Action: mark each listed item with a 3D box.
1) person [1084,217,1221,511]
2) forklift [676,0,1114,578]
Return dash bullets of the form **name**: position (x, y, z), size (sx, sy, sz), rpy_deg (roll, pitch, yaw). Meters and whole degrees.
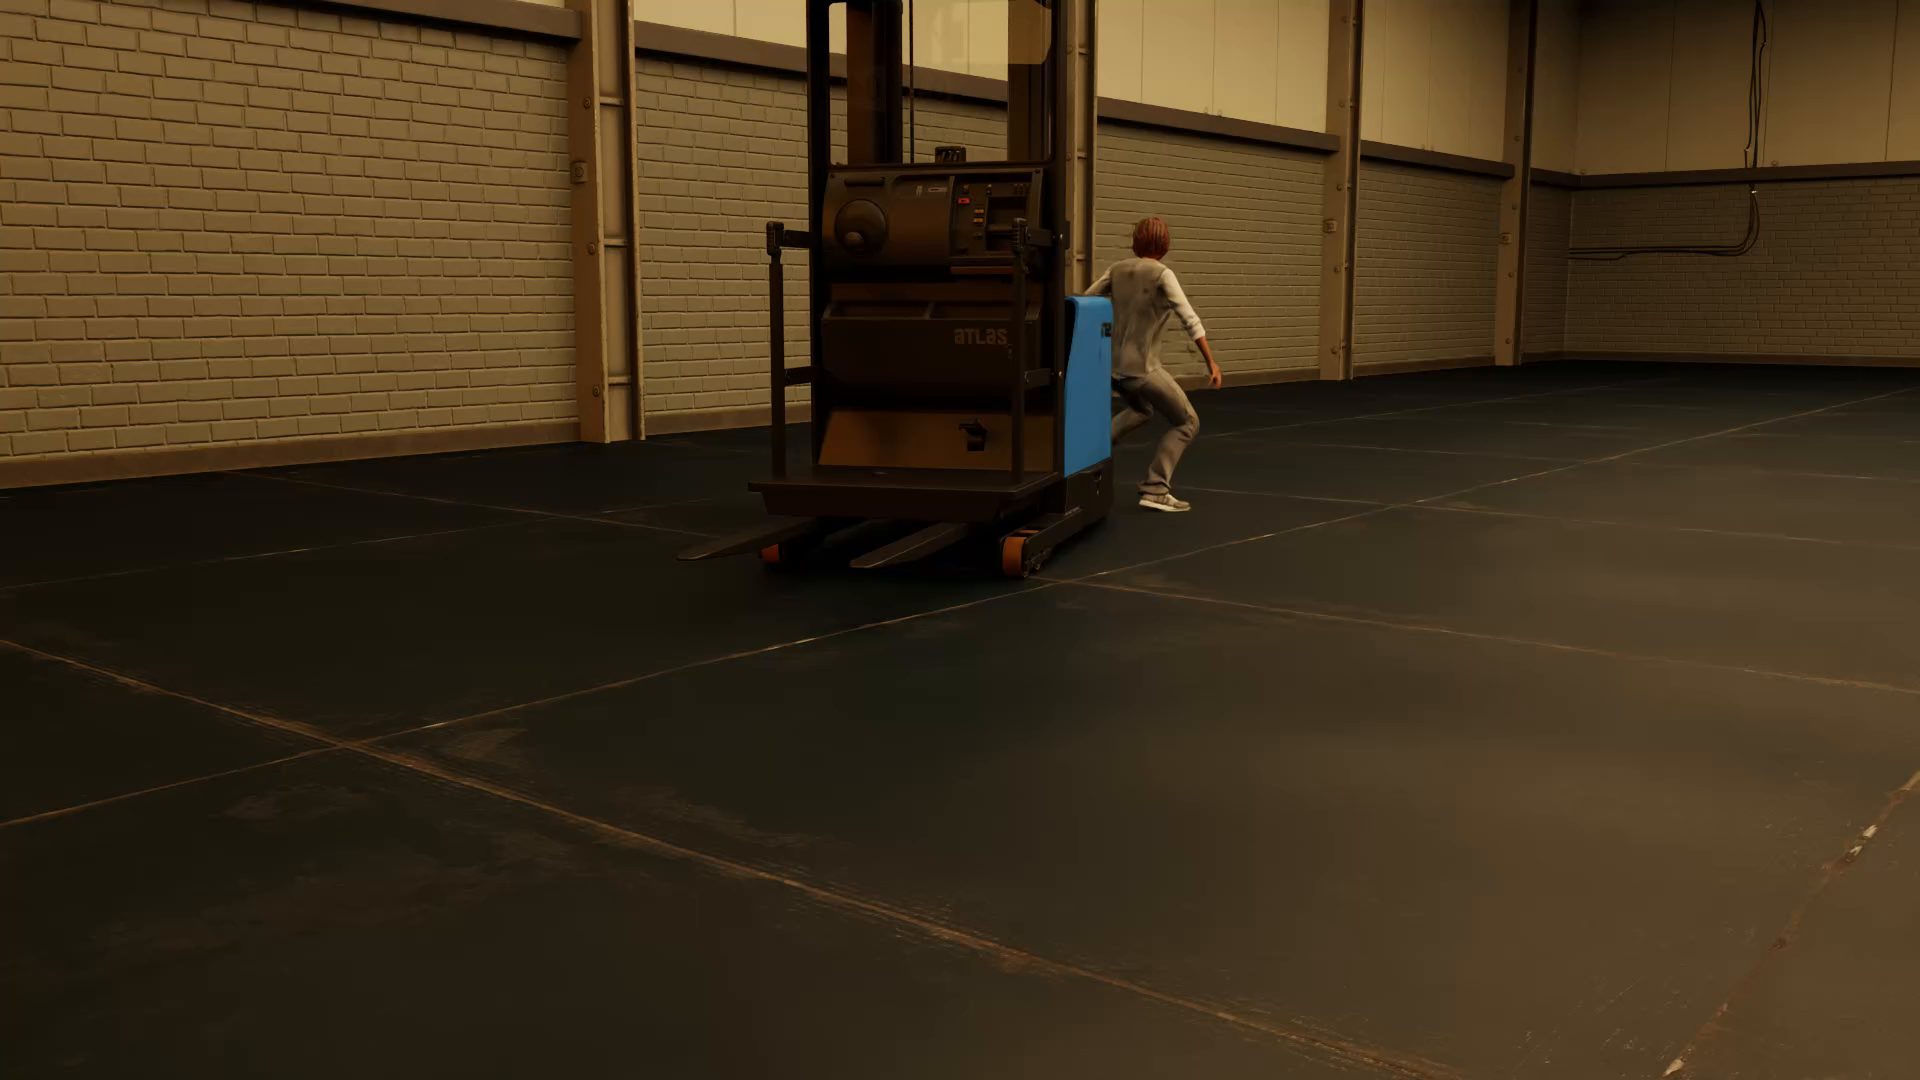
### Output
- **person**: position (0.934, -0.892, 8.500), size (0.454, 1.484, 0.803), rpy_deg (-5, 10, -33)
- **forklift**: position (-0.176, -1.366, 6.616), size (1.130, 2.935, 3.031), rpy_deg (3, 9, 17)
